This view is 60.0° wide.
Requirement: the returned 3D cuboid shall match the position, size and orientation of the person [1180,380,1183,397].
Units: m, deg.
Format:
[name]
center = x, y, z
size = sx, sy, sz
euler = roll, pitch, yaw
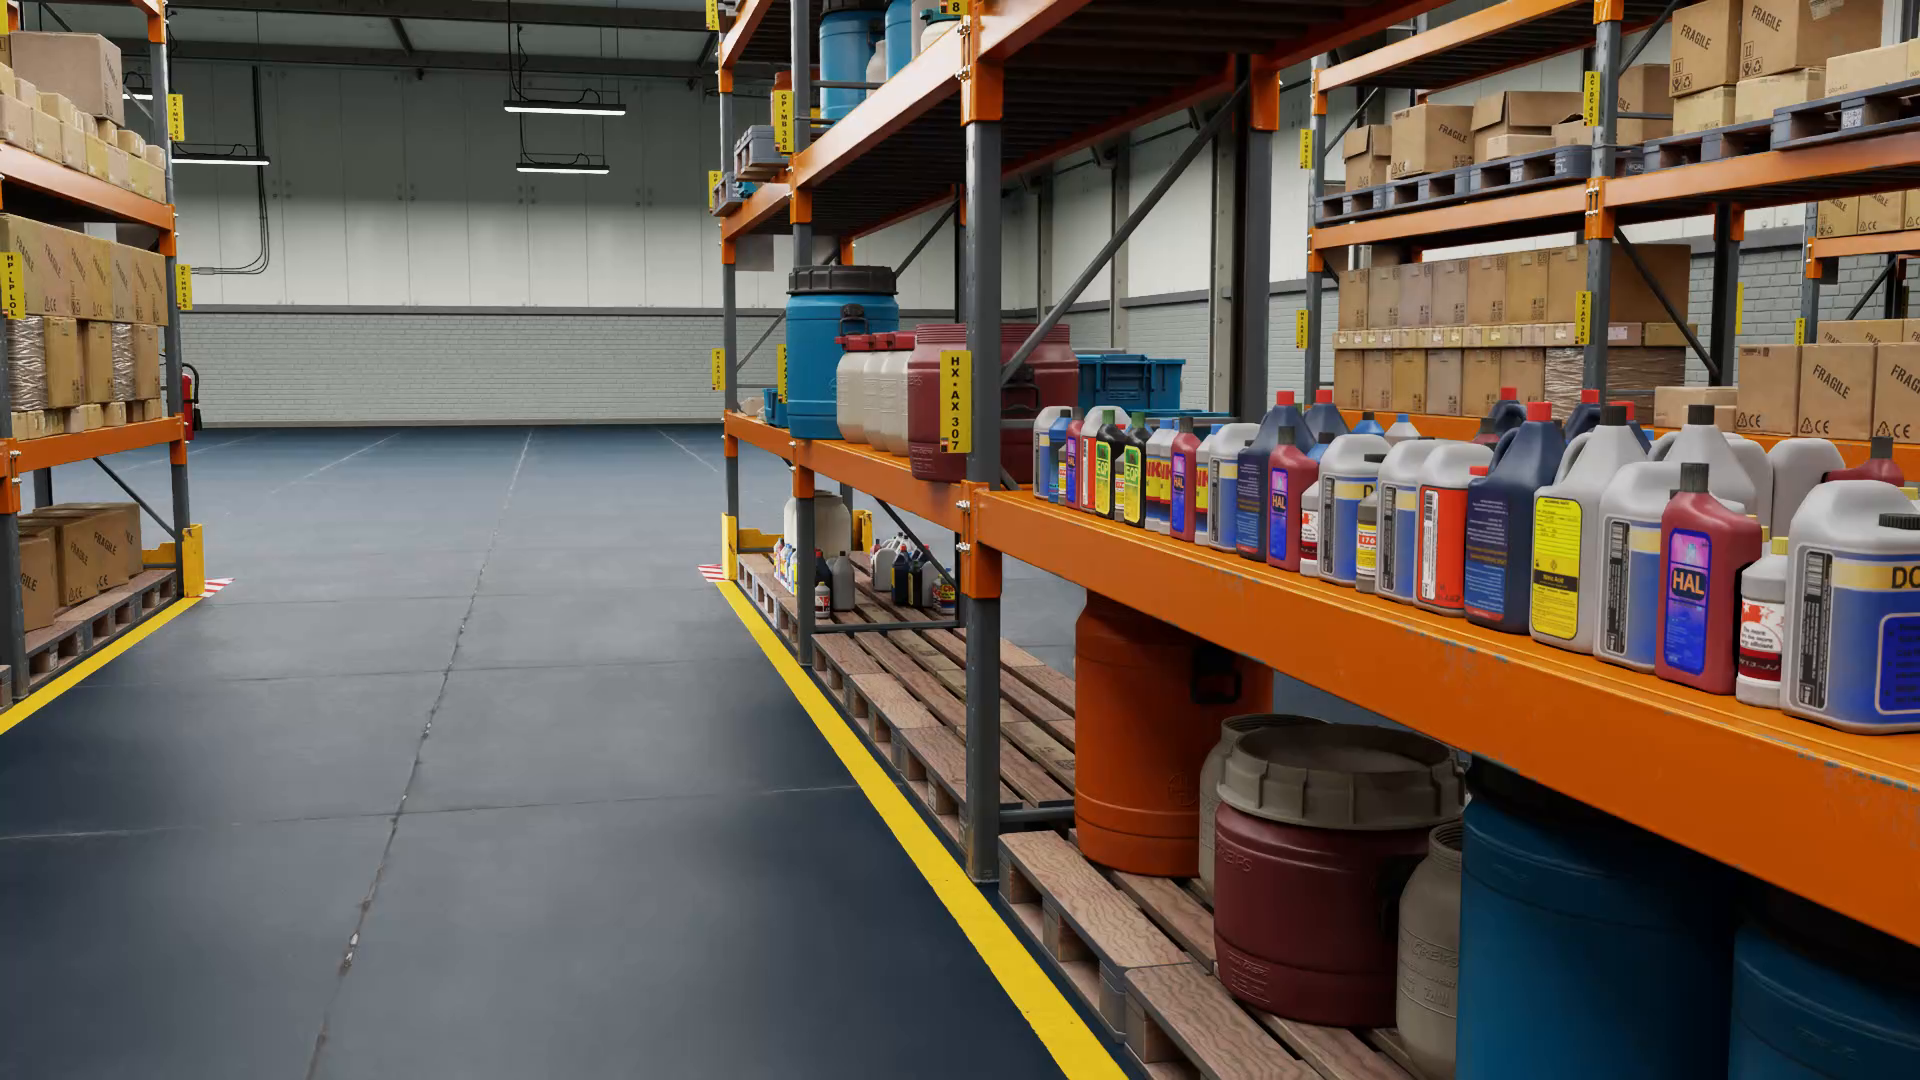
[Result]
[person]
center = 1.174, -0.156, 9.467
size = 0.439, 1.605, 1.034
euler = 2, 7, 18
